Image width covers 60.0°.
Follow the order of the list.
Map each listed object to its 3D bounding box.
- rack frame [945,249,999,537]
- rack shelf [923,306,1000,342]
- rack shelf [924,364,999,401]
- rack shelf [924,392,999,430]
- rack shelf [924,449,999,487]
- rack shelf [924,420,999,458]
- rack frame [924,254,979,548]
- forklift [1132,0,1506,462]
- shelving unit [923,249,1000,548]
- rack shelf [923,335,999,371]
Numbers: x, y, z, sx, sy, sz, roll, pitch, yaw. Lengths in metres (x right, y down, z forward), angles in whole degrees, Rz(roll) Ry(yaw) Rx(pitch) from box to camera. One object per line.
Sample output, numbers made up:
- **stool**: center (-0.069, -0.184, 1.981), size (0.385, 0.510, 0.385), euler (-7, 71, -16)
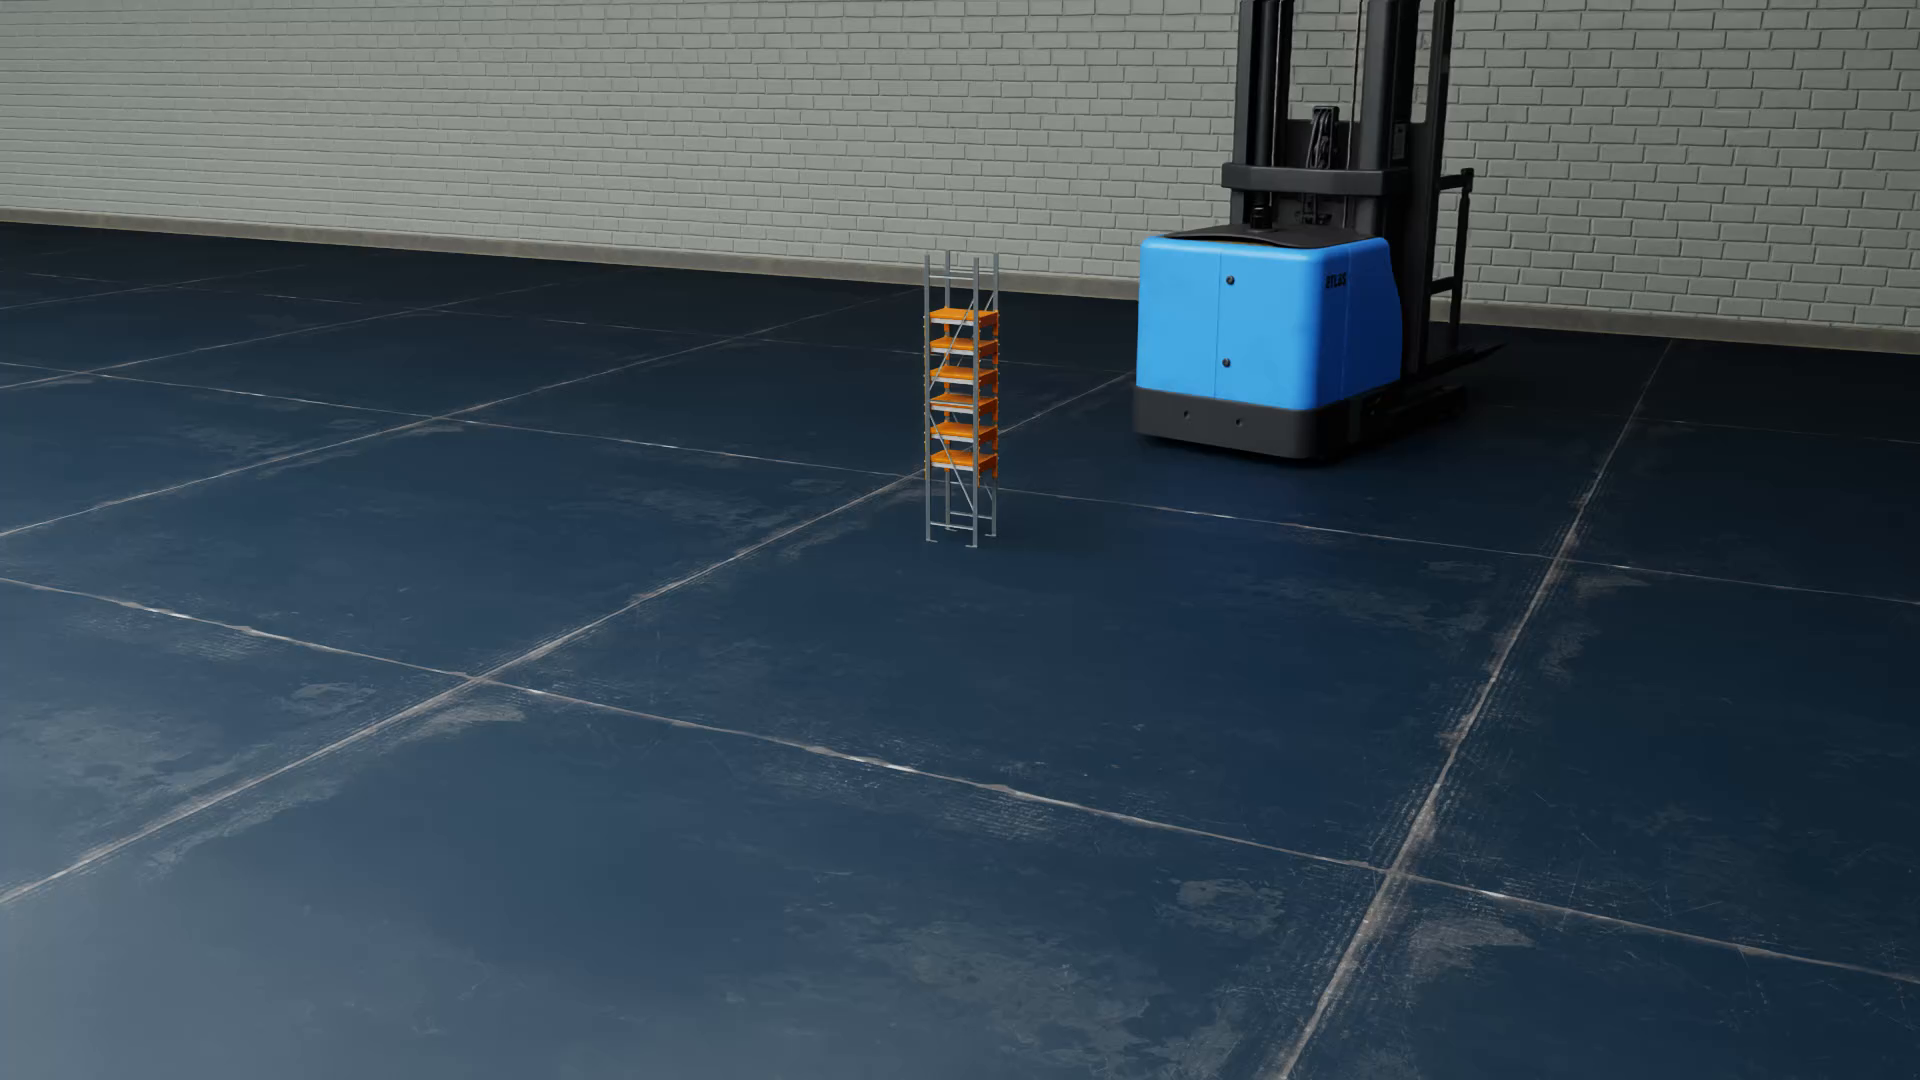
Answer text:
- **rack frame**: center (0.047, -0.602, 6.944), size (0.240, 1.200, 0.006), euler (8, 18, 25)
- **rack shelf**: center (0.006, -0.881, 6.776), size (0.258, 0.103, 0.180), euler (8, 18, 25)
- **rack shelf**: center (0.006, -0.651, 6.844), size (0.258, 0.103, 0.180), euler (8, 18, 25)
- **rack shelf**: center (0.006, -0.536, 6.879), size (0.258, 0.103, 0.180), euler (8, 18, 25)
- **rack shelf**: center (0.006, -0.306, 6.947), size (0.258, 0.103, 0.180), euler (8, 18, 25)
- **rack shelf**: center (0.006, -0.421, 6.913), size (0.258, 0.103, 0.180), euler (8, 18, 25)
- **rack frame**: center (-0.034, -0.556, 6.787), size (0.240, 1.200, 0.006), euler (8, 18, 25)
- **forklift**: center (2.210, -2.149, 9.111), size (1.130, 2.935, 3.031), euler (13, 21, 37)
- **shelving unit**: center (0.006, -0.579, 6.866), size (0.258, 1.200, 0.189), euler (8, 18, 25)
- **rack shelf**: center (0.006, -0.766, 6.810), size (0.258, 0.103, 0.180), euler (8, 18, 25)
